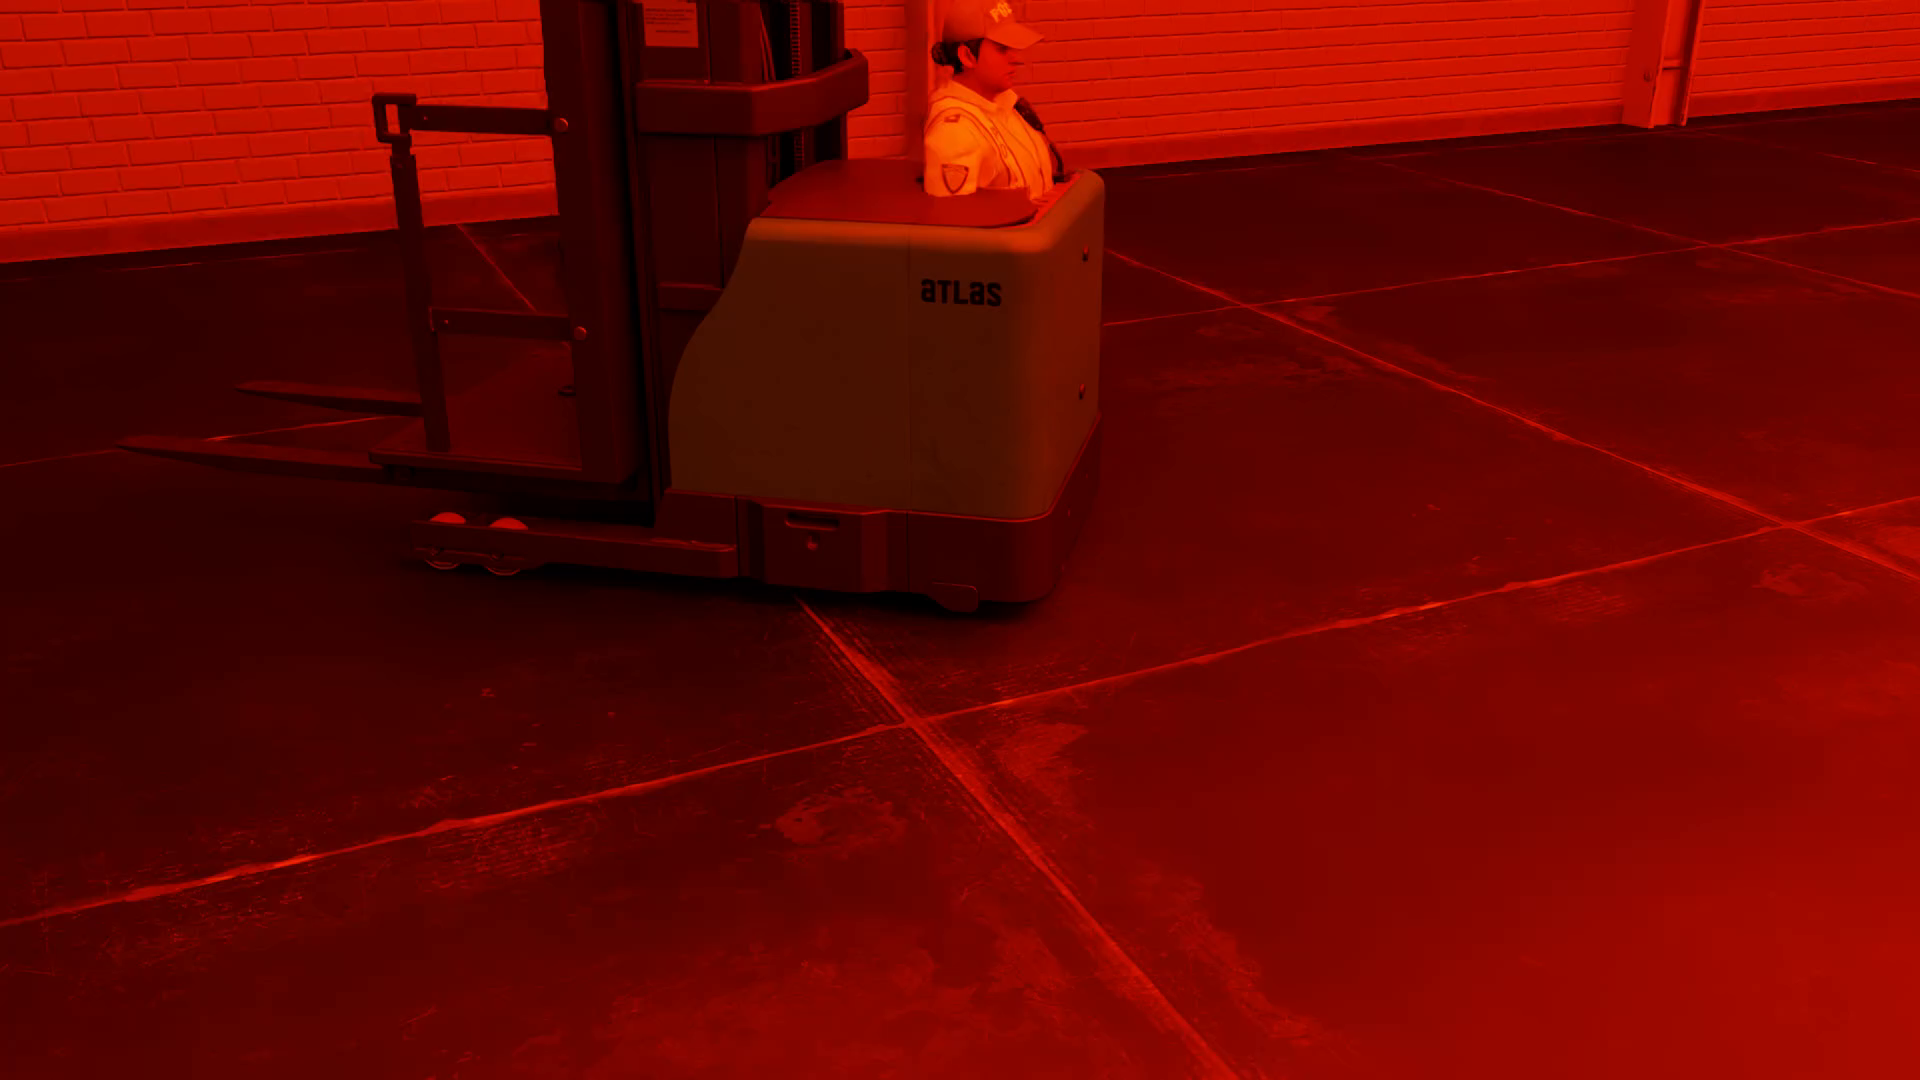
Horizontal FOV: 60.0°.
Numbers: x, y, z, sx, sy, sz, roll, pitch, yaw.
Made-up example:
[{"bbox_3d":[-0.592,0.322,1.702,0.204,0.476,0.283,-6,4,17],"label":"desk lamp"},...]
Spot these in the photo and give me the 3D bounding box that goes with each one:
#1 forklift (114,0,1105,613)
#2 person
[{"bbox_3d":[-1.125,-1.439,4.750,3.031,2.935,1.130,5,23,12],"label":"forklift"},{"bbox_3d":[0.121,-0.724,4.762,0.479,1.605,0.685,8,24,18],"label":"person"}]
